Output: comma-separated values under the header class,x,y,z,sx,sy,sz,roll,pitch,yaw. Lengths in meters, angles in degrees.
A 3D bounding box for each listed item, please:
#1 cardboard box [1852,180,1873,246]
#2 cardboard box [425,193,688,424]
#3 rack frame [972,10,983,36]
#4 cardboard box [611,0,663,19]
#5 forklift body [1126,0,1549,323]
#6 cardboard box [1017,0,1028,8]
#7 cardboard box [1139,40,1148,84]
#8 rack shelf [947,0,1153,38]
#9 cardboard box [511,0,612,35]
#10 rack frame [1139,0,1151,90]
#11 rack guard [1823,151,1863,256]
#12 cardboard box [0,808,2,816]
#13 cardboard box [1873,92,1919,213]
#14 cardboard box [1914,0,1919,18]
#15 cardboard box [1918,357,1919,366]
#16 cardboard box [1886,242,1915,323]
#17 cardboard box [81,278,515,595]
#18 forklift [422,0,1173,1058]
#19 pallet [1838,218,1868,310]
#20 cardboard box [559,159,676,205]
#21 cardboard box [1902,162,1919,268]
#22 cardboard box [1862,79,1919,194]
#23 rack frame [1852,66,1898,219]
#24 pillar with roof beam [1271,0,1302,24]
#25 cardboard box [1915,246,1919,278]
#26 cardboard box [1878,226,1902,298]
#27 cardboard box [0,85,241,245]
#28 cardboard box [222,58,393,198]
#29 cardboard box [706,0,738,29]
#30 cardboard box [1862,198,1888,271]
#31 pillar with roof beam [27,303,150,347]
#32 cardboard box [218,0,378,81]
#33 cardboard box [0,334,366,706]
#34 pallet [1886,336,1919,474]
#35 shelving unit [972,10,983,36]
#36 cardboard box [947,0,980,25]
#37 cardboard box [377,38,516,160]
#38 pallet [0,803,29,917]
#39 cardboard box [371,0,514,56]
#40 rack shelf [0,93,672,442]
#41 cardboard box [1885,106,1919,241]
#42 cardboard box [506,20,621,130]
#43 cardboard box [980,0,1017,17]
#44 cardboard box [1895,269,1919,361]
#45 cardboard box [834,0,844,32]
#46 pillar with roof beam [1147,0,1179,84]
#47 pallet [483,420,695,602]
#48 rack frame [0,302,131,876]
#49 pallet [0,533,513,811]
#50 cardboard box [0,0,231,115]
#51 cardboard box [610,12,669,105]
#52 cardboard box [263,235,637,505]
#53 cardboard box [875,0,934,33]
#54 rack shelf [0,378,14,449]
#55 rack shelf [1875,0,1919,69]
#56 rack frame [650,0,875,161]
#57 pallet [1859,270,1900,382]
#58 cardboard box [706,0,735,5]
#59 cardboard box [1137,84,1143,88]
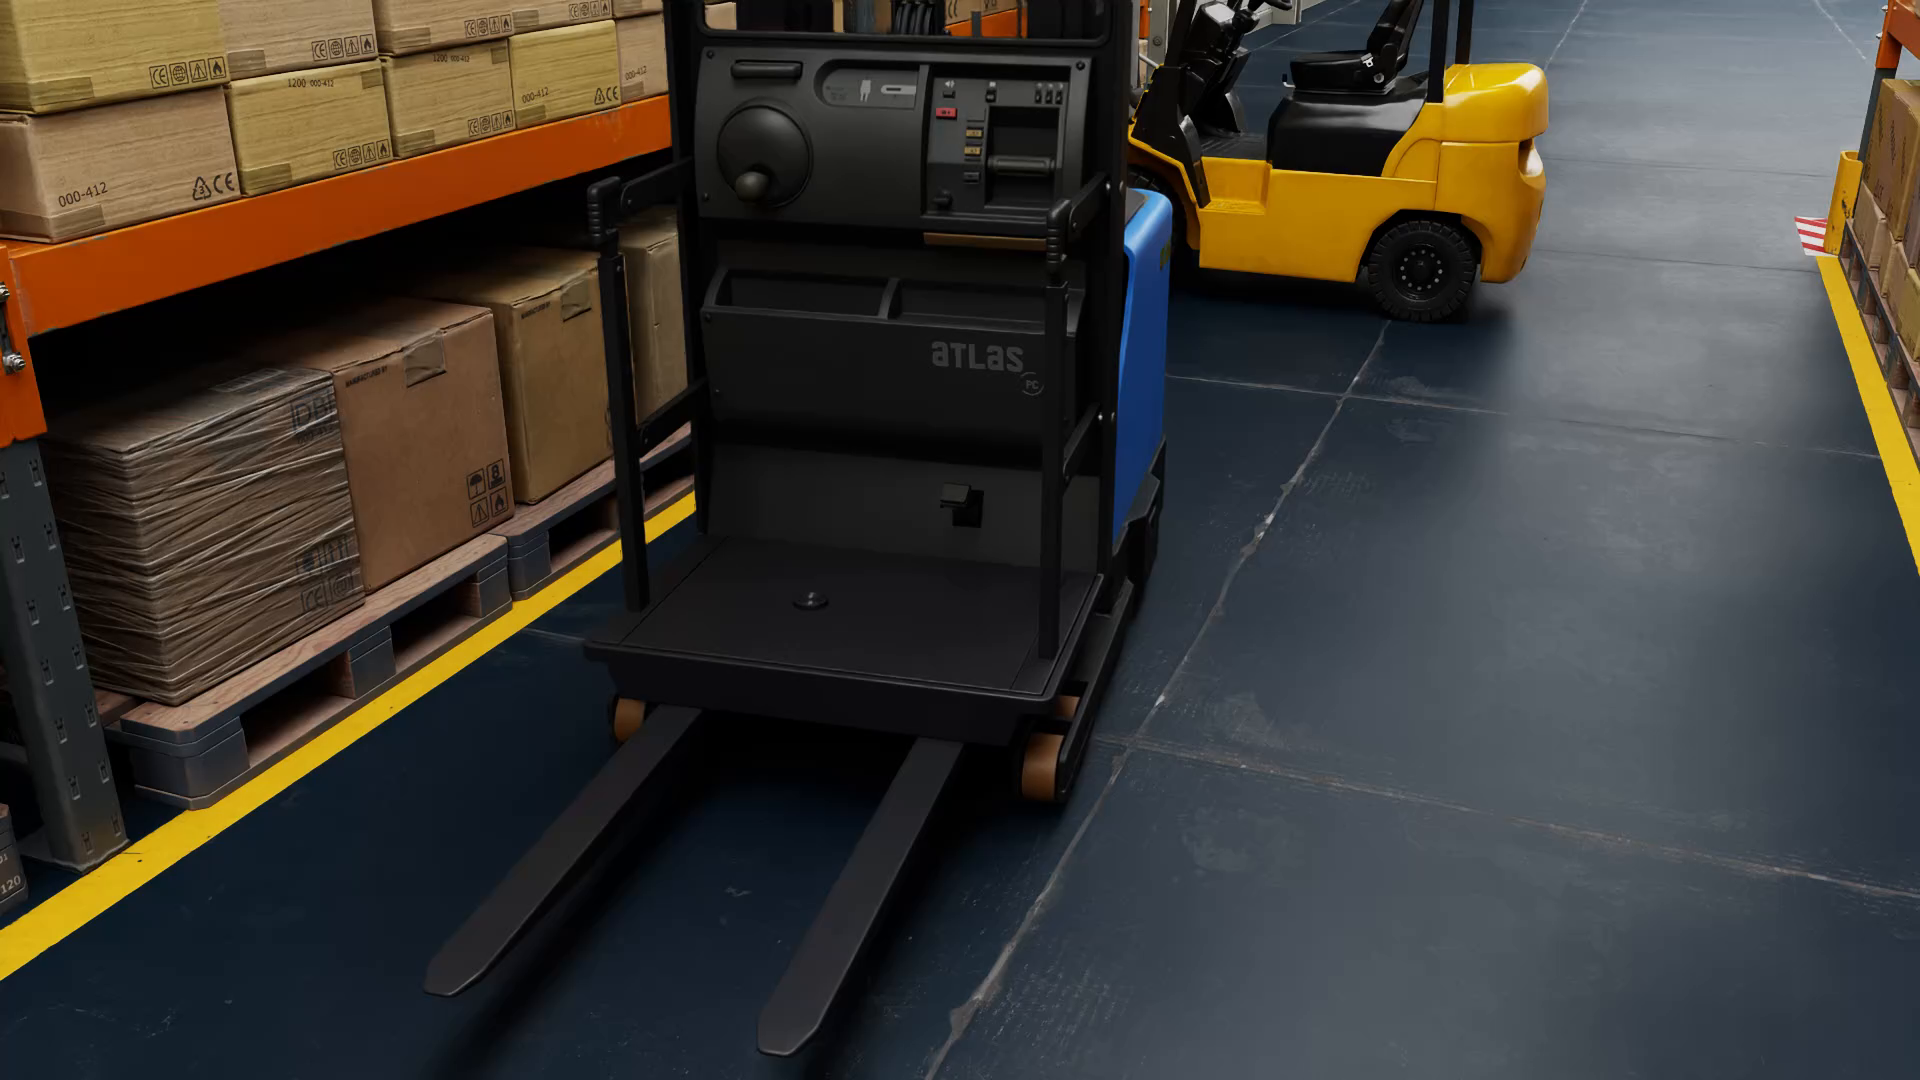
class,x,y,z,sx,sy,sz,roll,pitch,yaw
cardboard box,4.721,-1.592,8.193,0.500,0.250,0.500,9,24,20
cardboard box,-1.297,-0.827,5.875,0.875,0.625,0.625,9,24,20
rack frame,0.237,-1.113,5.969,0.400,1.500,0.023,6,23,13
cardboard box,-1.143,-1.776,5.156,0.500,0.250,0.500,9,24,21
forklift body,1.657,-2.294,7.952,2.313,2.155,1.214,9,24,20
cardboard box,0.161,-2.909,8.192,0.500,0.500,0.500,9,24,20
cardboard box,0.786,-2.802,9.793,0.500,0.250,0.500,10,25,22
rack shelf,-0.075,-2.578,8.463,1.077,0.370,4.000,9,24,20
cardboard box,-1.348,-1.598,4.730,0.500,0.250,0.500,9,24,21
rack frame,0.667,-3.626,10.038,1.000,3.000,0.127,9,24,20
rack guard,5.249,-1.736,8.756,1.175,0.500,0.348,9,24,20
cardboard box,-2.262,0.379,3.149,0.500,0.500,0.500,10,24,22
cardboard box,4.523,-1.742,7.578,0.500,0.500,0.500,8,24,18
cardboard box,4.568,-2.448,7.546,0.380,0.149,0.250,9,24,21
cardboard box,3.762,-0.660,5.961,0.500,0.250,0.500,10,25,22
cardboard box,4.143,-1.033,6.854,0.500,0.250,0.500,9,24,21
cardboard box,-1.824,-0.317,4.653,0.875,0.625,0.625,10,25,22
forklift,-0.216,-0.912,3.630,1.130,2.935,3.031,6,23,13
pallet,4.915,-1.317,8.128,1.003,0.211,1.213,9,24,20
cardboard box,-1.002,-1.104,6.537,0.875,0.625,0.625,10,25,22
cardboard box,4.138,-1.371,6.690,0.500,0.500,0.500,10,25,23
cardboard box,4.713,-1.930,8.027,0.500,0.500,0.500,8,24,18
rack frame,5.277,-2.916,8.340,1.000,3.000,0.127,9,24,20
pillar with roof beam,8.026,-9.952,17.399,9.100,9.000,0.400,9,24,20
cardboard box,3.949,-1.188,6.253,0.500,0.500,0.500,9,24,21
cardboard box,4.333,-1.214,7.286,0.500,0.250,0.500,11,25,24
cardboard box,-1.912,-0.817,3.509,0.500,0.250,0.500,9,24,20
cardboard box,-1.721,-0.997,3.939,0.500,0.250,0.500,8,24,19
cardboard box,-0.944,-1.726,5.686,0.500,0.250,0.500,9,24,20
cardboard box,4.524,-1.411,7.758,0.500,0.250,0.500,10,25,22
pillar with roof beam,1.340,-3.510,1.978,9.100,9.000,0.400,9,24,20
cardboard box,-1.725,-1.227,3.842,0.500,0.250,0.500,10,25,22
cardboard box,-2.060,-0.082,4.091,0.875,0.625,0.625,10,25,22
pallet,4.008,-0.444,6.038,1.003,0.211,1.213,9,24,20
shelving unit,0.145,-0.976,5.642,0.431,1.500,0.755,6,23,13
cardboard box,-0.233,-2.550,7.334,0.500,0.500,0.500,9,24,21
cardboard box,-1.536,-1.182,4.382,0.500,0.250,0.500,8,24,18
pallet,-2.617,0.786,3.095,1.003,0.211,1.213,9,24,20
cardboard box,-1.514,-1.412,4.284,0.500,0.250,0.500,8,24,19
rack shelf,-1.561,-1.146,5.036,1.077,0.370,4.000,9,24,20
cardboard box,4.329,-1.564,7.151,0.500,0.500,0.500,9,24,21
cardboard box,-1.342,-1.367,4.826,0.500,0.250,0.500,10,25,22
cardboard box,-0.046,-2.732,7.769,0.500,0.500,0.500,9,24,20
cardboard box,3.950,-0.852,6.420,0.500,0.250,0.500,8,24,19
cardboard box,-0.763,-1.907,6.119,0.500,0.250,0.500,9,24,21
pillar with roof beam,5.798,-7.804,12.259,9.100,9.000,0.400,9,24,20
pallet,-1.507,-0.200,5.455,1.003,0.211,1.213,9,24,20
rack frame,-2.304,-0.763,3.184,1.000,3.000,0.127,9,24,20
pallet,-1.962,0.235,4.414,1.003,0.211,1.213,9,24,20
cardboard box,-1.889,-1.044,3.405,0.500,0.250,0.500,9,24,20
cardboard box,-1.157,-1.553,5.271,0.500,0.250,0.500,9,24,20
cardboard box,-1.575,-0.558,5.230,0.875,0.625,0.625,8,24,18
cardboard box,-0.411,-2.362,6.882,0.500,0.500,0.500,8,24,19
rack shelf,-3.047,0.285,1.609,1.077,0.370,4.000,9,24,20
rack shelf,4.534,-1.869,6.765,1.077,0.370,4.000,9,24,20
rack frame,-0.818,-2.194,6.611,1.000,3.000,0.127,9,24,20
pallet,4.460,-0.882,7.087,1.003,0.211,1.213,9,24,20
cardboard box,-0.948,-1.958,5.592,0.500,0.250,0.500,8,24,19
cardboard box,0.777,-2.562,9.866,0.500,0.250,0.500,8,24,19
